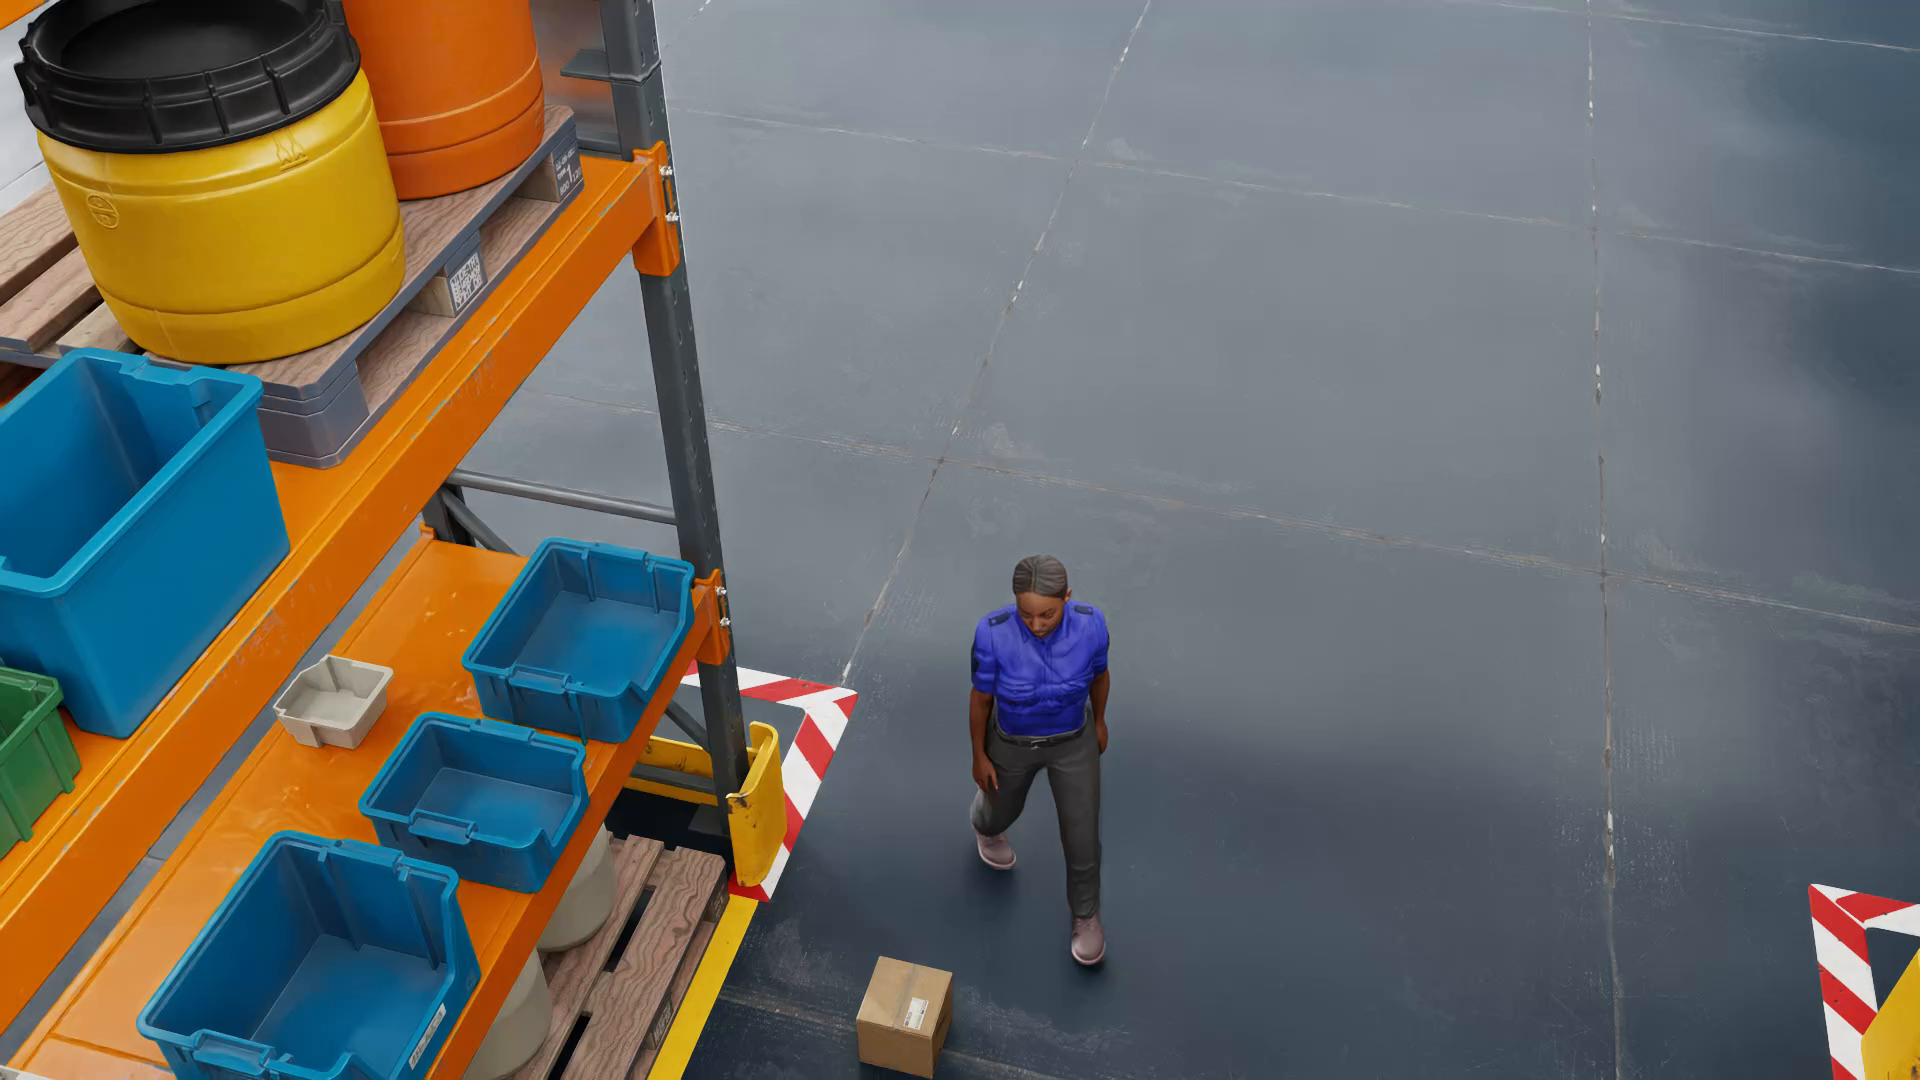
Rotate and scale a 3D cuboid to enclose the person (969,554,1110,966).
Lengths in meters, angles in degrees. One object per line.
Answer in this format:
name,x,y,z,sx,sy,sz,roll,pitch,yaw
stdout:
person,0.265,0.641,5.412,0.477,1.633,0.679,-3,41,-3
